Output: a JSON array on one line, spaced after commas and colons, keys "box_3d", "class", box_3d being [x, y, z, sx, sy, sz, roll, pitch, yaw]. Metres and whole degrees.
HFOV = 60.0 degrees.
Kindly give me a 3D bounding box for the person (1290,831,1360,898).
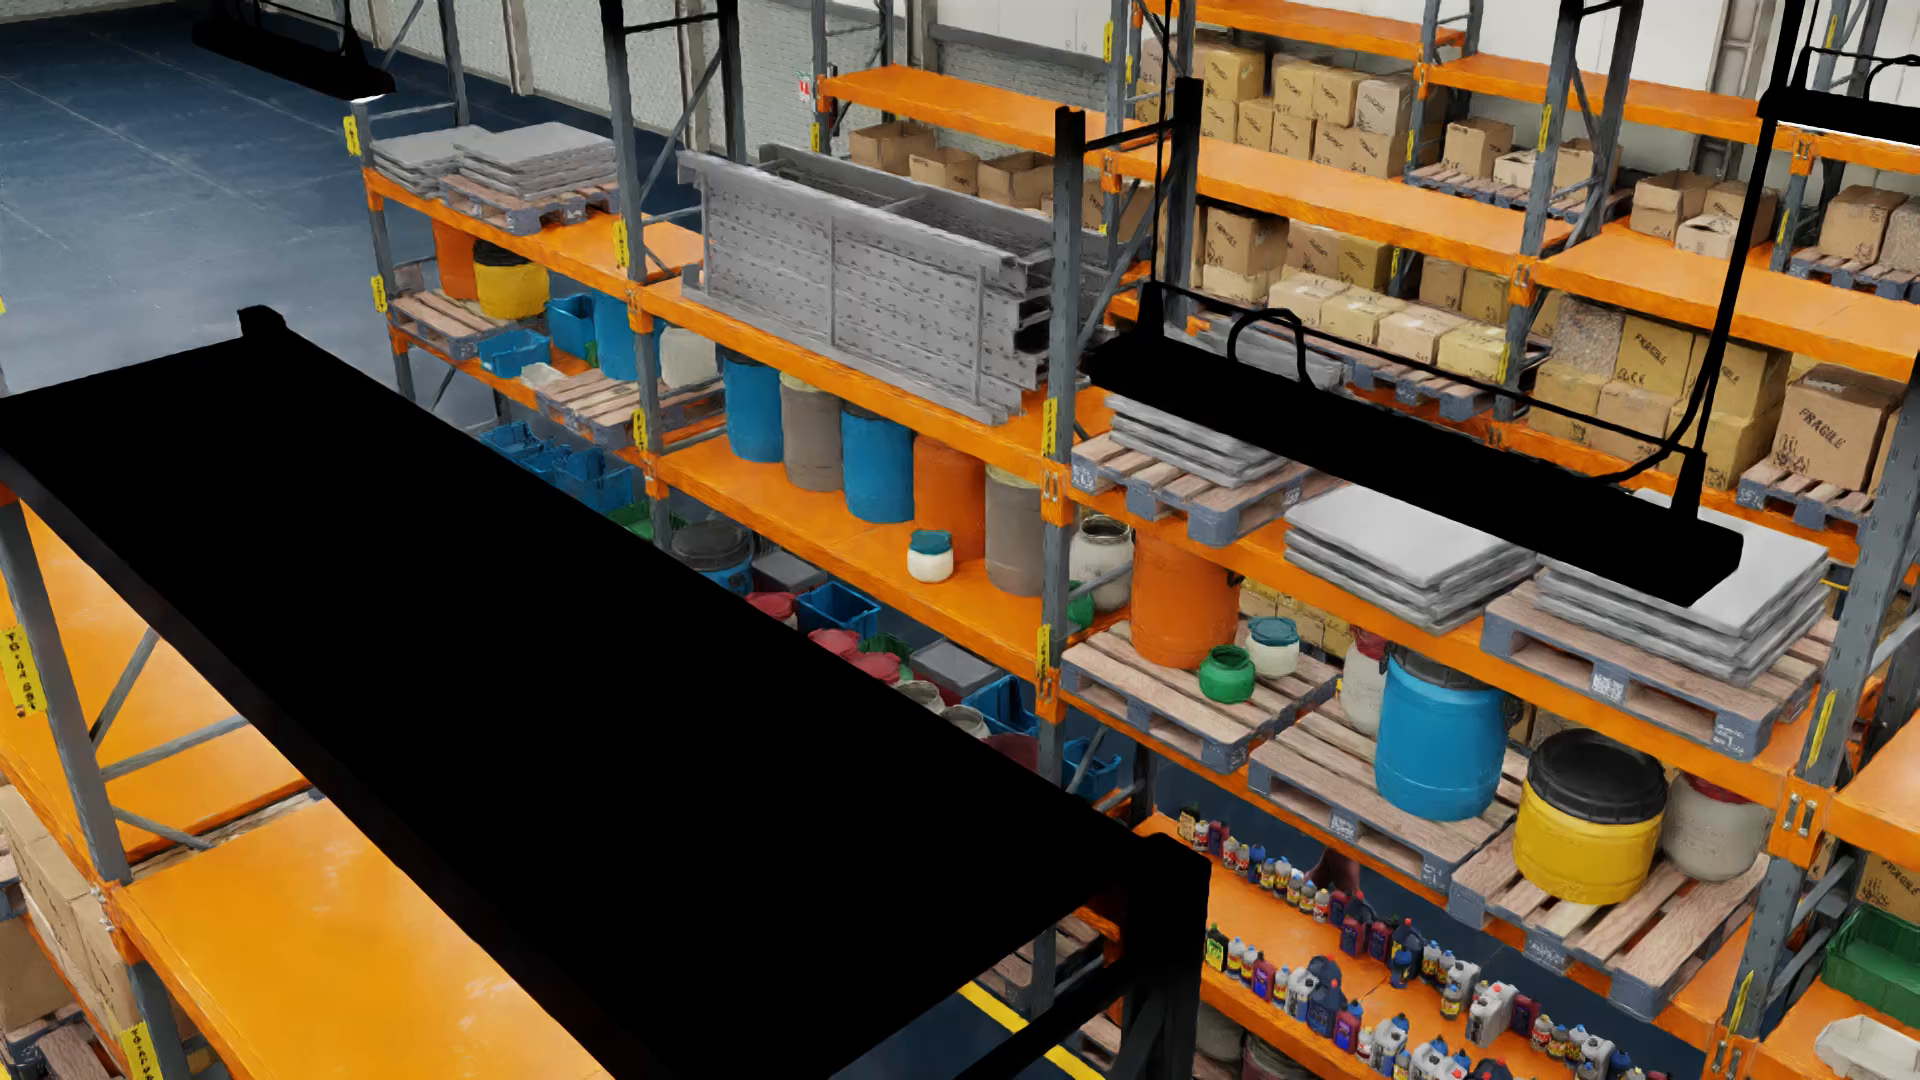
[{"box_3d": [2.591, 2.014, 11.375, 0.447, 1.605, 1.017, -18, 33, -31], "class": "person"}]
